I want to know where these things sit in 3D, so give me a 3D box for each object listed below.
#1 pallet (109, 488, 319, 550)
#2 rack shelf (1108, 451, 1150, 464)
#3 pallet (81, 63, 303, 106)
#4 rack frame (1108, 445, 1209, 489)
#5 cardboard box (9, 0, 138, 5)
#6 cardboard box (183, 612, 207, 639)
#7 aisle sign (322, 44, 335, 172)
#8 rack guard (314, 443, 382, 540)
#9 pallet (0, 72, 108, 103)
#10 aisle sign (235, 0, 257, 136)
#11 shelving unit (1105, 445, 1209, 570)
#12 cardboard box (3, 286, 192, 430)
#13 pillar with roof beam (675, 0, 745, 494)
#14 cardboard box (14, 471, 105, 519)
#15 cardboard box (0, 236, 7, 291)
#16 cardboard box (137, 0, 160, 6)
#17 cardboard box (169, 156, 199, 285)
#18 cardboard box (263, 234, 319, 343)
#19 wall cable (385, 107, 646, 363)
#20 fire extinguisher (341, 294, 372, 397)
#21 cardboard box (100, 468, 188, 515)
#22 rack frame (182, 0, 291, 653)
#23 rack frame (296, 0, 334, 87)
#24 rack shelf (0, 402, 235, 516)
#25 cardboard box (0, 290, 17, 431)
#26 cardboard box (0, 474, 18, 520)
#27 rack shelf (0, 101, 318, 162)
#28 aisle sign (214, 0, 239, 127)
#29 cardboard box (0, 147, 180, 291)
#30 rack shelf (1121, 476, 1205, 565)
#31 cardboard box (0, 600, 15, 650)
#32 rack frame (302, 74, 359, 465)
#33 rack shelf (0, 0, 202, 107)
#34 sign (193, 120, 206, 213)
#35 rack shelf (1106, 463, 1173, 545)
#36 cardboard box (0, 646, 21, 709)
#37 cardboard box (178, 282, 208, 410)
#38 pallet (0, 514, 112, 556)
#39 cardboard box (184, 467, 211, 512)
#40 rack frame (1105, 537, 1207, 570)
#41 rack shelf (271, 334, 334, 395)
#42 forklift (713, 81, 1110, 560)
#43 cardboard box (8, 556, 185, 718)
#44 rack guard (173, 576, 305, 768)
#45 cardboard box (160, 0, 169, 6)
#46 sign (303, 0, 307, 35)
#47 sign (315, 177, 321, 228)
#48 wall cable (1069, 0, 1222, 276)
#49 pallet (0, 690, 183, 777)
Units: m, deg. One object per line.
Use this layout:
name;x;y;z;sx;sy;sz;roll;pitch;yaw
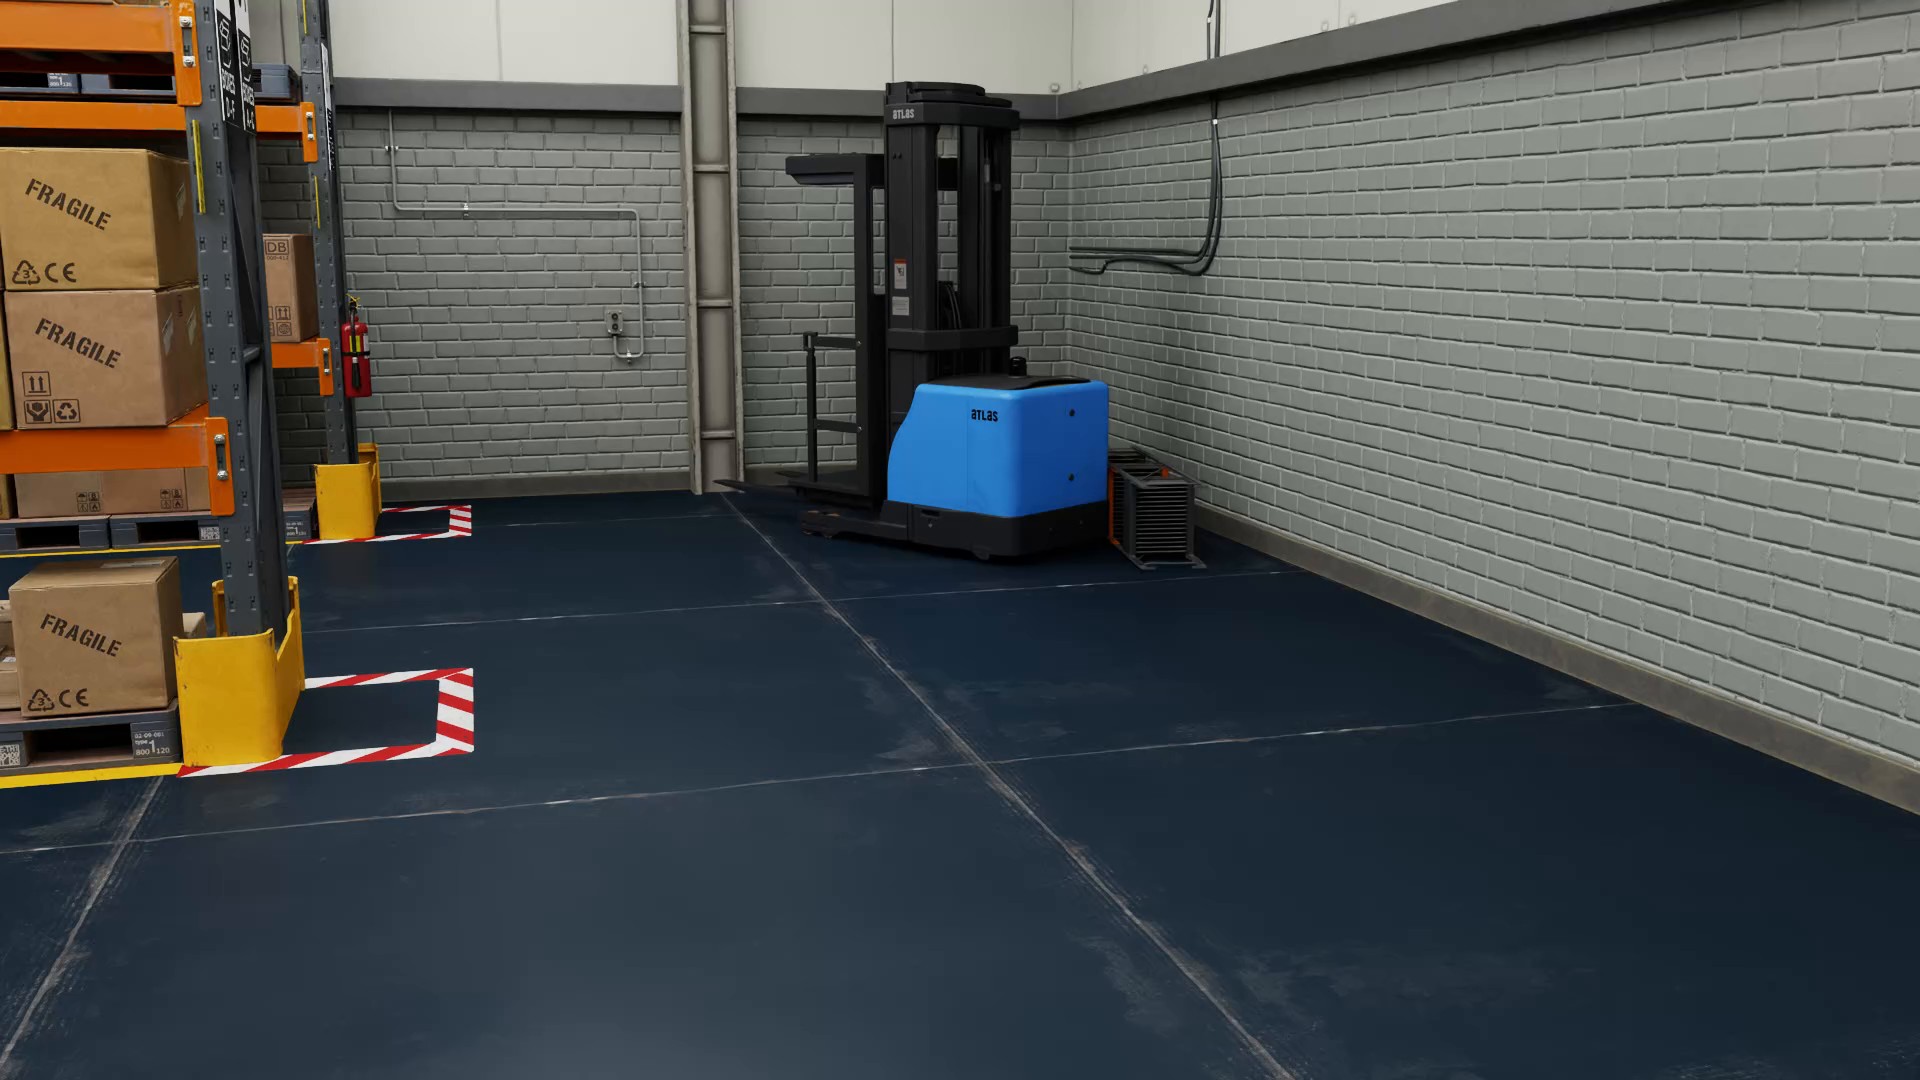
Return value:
pallet;-5.016;-0.154;11.302;1.213;0.211;1.003;-3;11;-16
rack shelf;1.098;-0.370;11.646;0.431;0.480;0.518;-1;10;-6
pallet;-4.980;-2.972;10.866;1.213;0.211;1.003;-3;11;-16
rack frame;1.173;-0.493;10.932;0.400;0.015;2.100;-1;10;-6
cardboard box;-3.302;-2.049;6.019;0.500;0.250;0.500;-3;11;-16
cardboard box;-3.381;0.428;7.094;0.250;0.149;0.380;-3;11;-16
aisle sign;-4.118;-2.810;10.844;0.004;0.787;0.394;-3;11;-16
rack guard;-4.248;-0.352;11.576;0.348;0.500;1.175;-3;11;-16
pallet;-6.153;-2.910;10.527;1.213;0.211;1.003;-3;11;-16
aisle sign;-2.899;-2.052;6.727;0.004;0.787;0.394;-3;11;-16
shelving unit;1.173;-0.252;10.974;0.431;0.503;2.100;-1;10;-6
cardboard box;-3.236;-0.698;6.277;0.500;0.500;0.500;-3;11;-14
pillar with roof beam;-0.717;-4.069;8.294;0.400;9.000;9.100;-3;11;-16
cardboard box;-5.878;-0.453;10.968;0.500;0.500;0.700;-3;11;-18
cardboard box;-3.718;-1.164;6.045;0.500;0.500;0.500;-3;11;-14
cardboard box;-3.447;-2.139;6.508;0.500;0.250;0.500;-3;11;-16
cardboard box;-3.382;-1.283;6.694;0.500;0.500;0.500;-3;11;-14
cardboard box;-4.757;-1.700;11.166;0.700;0.700;0.980;-3;11;-13
wall cable;-3.306;-2.309;12.497;1.851;1.984;0.084;-3;11;-16
fire extinguisher;-3.997;-1.286;10.990;0.183;0.674;0.296;-3;11;-16
cardboard box;-5.395;-0.479;11.107;0.500;0.500;0.700;-3;11;-16
rack frame;-2.882;-0.719;6.667;0.127;3.000;1.000;-3;11;-16
rack frame;-4.271;-4.530;10.800;0.127;3.000;1.000;-3;11;-16
rack shelf;-4.803;-0.264;6.182;4.000;0.370;1.077;-3;11;-16
cardboard box;-3.733;-0.671;6.132;0.500;0.500;0.500;-3;11;-15
cardboard box;-6.388;-0.425;10.815;0.500;0.500;0.700;-3;11;-15
rack shelf;-6.191;-2.600;10.587;4.000;0.370;1.077;-3;11;-16
aisle sign;-2.731;-1.948;6.161;0.004;0.787;0.394;-3;11;-16
cardboard box;-3.233;-1.189;6.185;0.500;0.500;0.500;-3;11;-16
rack shelf;1.251;-0.130;10.275;0.431;0.480;0.518;-1;10;-6
cardboard box;-3.964;0.421;6.857;0.500;0.250;0.500;-3;11;-16
rack frame;-4.271;-1.580;11.343;0.127;3.000;1.000;-3;11;-16
rack shelf;-4.803;-1.739;5.910;4.000;0.370;1.077;-3;11;-16
sign;-2.747;-1.346;6.004;0.005;0.325;0.100;-3;11;-16
rack shelf;1.175;-0.250;10.960;0.431;0.480;0.518;-1;10;-6
cardboard box;-3.750;0.533;6.475;0.250;0.166;0.380;-3;11;-16
cardboard box;-3.382;-0.791;6.785;0.500;0.500;0.500;-3;11;-15
pallet;-6.186;-0.093;10.970;1.213;0.211;1.003;-3;11;-16
cardboard box;-4.915;-0.504;11.245;0.500;0.500;0.700;-3;11;-16
rack frame;1.174;-0.012;11.016;0.400;0.015;2.100;-1;10;-6
rack shelf;-6.191;-1.125;10.859;4.000;0.370;1.077;-3;11;-16
forklift;-0.463;-1.517;11.191;3.031;2.935;1.130;9;14;41
cardboard box;-3.336;0.364;6.471;0.500;0.500;0.500;-3;11;-16
rack guard;-2.955;0.514;6.872;0.348;0.500;1.175;-3;11;-16
cardboard box;-4.897;-3.521;10.511;0.500;0.500;0.500;-3;11;-16
sign;-4.132;-3.357;10.482;0.005;0.325;0.100;-3;11;-16
sign;-4.132;-2.171;10.701;0.005;0.325;0.100;-3;11;-16
wall cable;1.260;-3.227;12.299;0.112;2.526;3.097;-3;11;-16
pallet;-3.721;0.697;6.678;1.213;0.211;1.003;-3;11;-16
